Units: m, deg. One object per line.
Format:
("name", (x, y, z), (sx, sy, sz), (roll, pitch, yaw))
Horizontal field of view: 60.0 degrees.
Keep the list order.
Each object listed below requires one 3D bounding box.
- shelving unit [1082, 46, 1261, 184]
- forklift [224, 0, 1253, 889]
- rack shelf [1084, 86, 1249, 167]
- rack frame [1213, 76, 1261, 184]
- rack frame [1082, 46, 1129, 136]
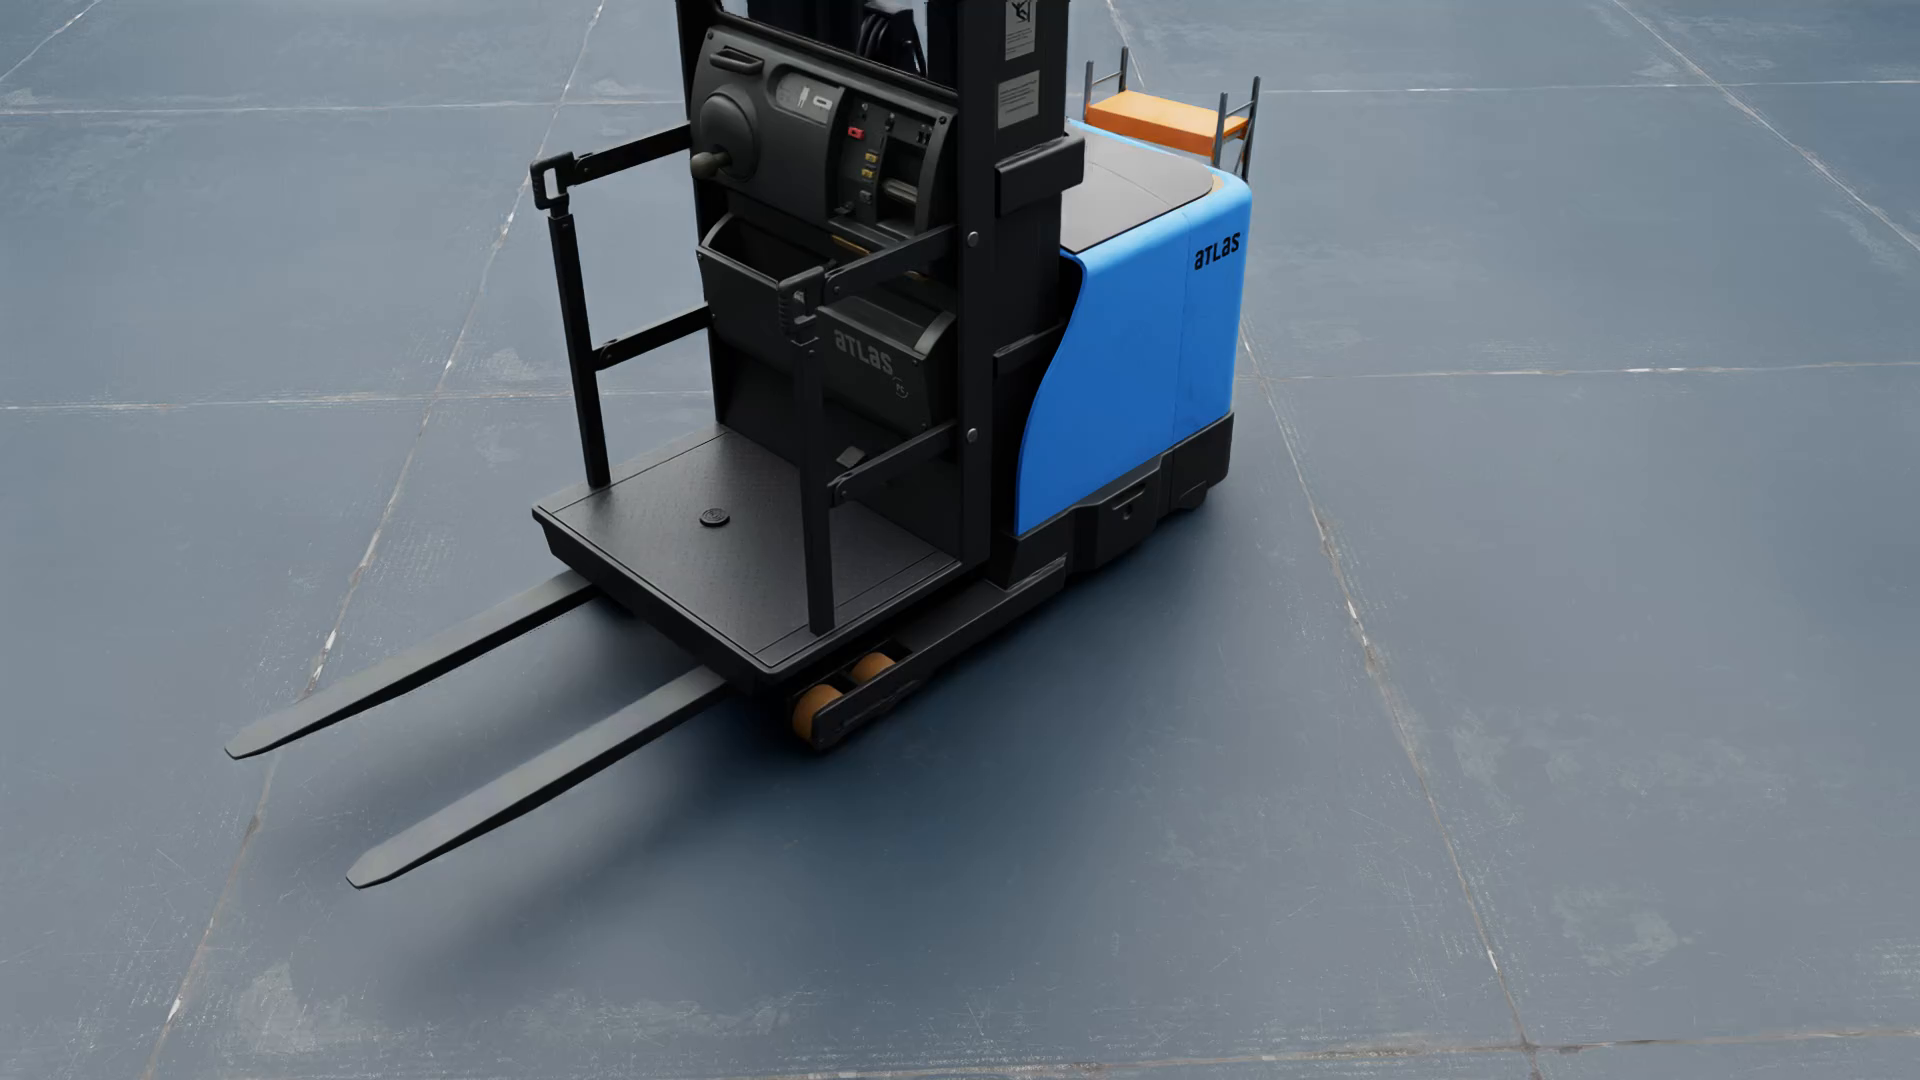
("shelving unit", (0.660, -0.995, 5.620), (0.503, 1.200, 0.258), (23, 37, 29))
("forklift", (-0.517, -0.983, 4.095), (3.031, 2.935, 1.130), (-30, 44, -36))
("rack shelf", (0.673, -1.327, 5.411), (0.480, 0.148, 0.258), (23, 37, 29))
("rack frame", (0.857, -0.913, 5.502), (0.015, 1.200, 0.240), (23, 37, 29))
("rack frame", (0.462, -1.076, 5.738), (0.015, 1.200, 0.240), (23, 37, 29))
